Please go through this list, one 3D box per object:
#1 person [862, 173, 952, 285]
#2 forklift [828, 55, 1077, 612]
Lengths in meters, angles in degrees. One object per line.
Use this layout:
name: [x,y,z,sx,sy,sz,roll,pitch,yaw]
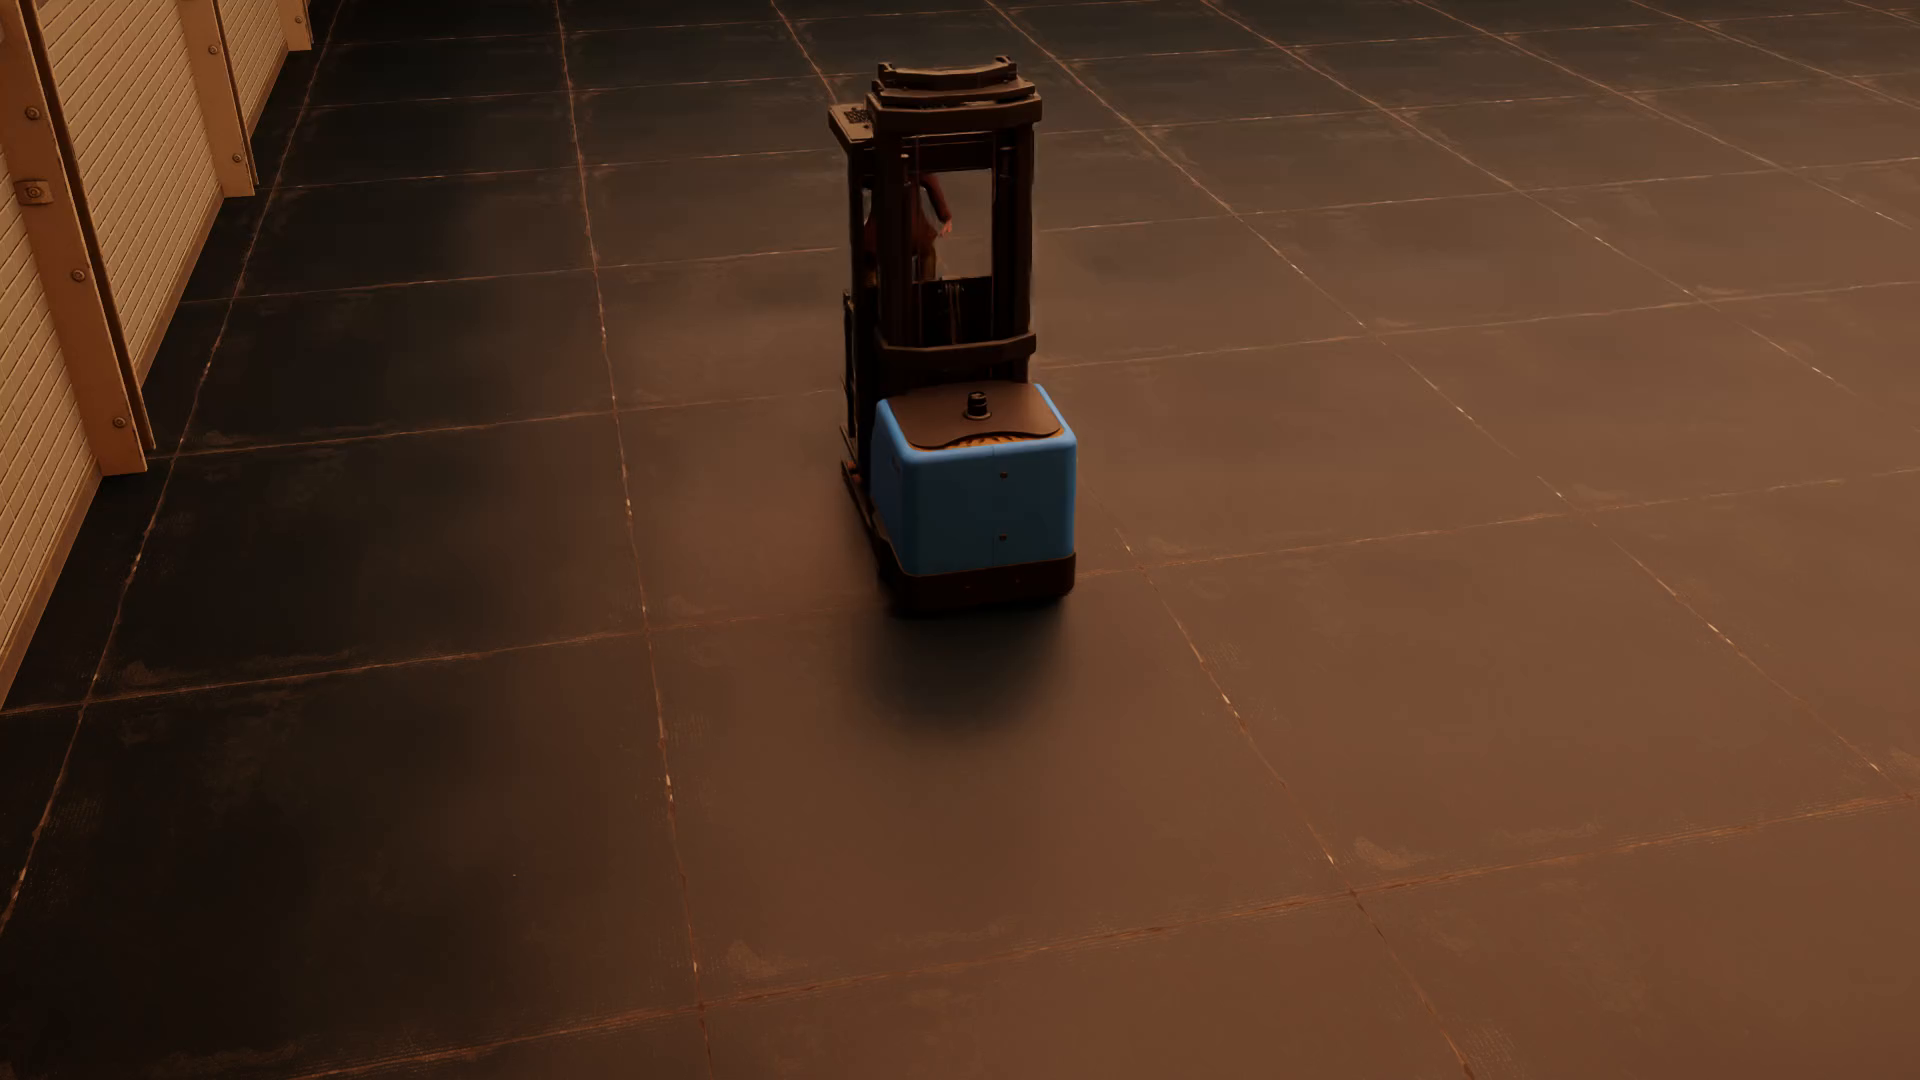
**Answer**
person: [-0.441,-2.549,13.223,0.749,1.689,0.865,-2,30,-4]
forklift: [-0.170,-1.577,10.298,1.130,2.935,3.031,-7,31,-12]
